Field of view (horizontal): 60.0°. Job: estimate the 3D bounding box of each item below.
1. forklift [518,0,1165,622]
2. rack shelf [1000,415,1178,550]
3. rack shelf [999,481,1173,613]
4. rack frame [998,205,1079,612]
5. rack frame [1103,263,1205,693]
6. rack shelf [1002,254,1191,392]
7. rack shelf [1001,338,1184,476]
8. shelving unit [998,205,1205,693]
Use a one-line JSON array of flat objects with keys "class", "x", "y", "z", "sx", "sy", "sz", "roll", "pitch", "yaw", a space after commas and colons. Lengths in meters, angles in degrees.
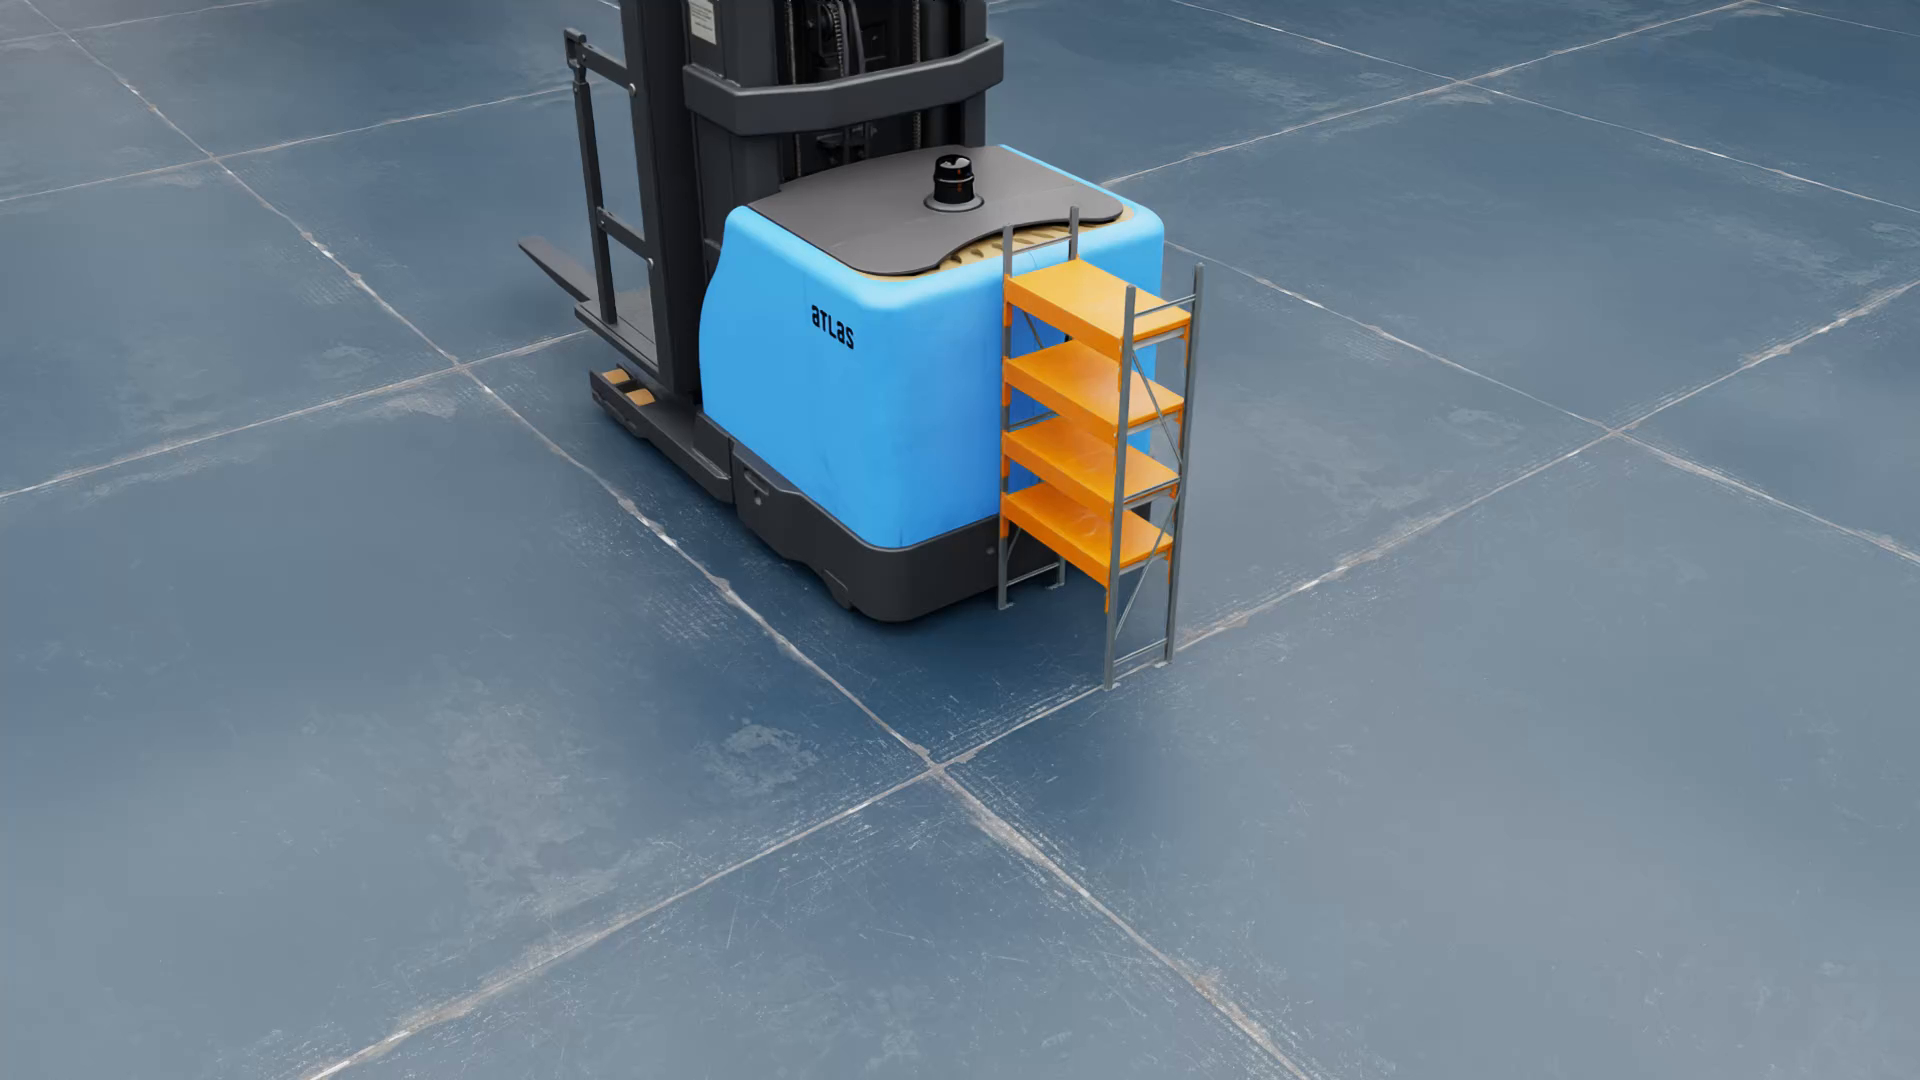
[{"class": "forklift", "x": -0.664, "y": -1.739, "z": 5.272, "sx": 1.130, "sy": 2.935, "sz": 3.031, "roll": -21, "pitch": 37, "yaw": -29}, {"class": "rack shelf", "x": 0.355, "y": -0.176, "z": 4.524, "sx": 0.258, "sy": 0.148, "sz": 0.480, "roll": -21, "pitch": 37, "yaw": -29}, {"class": "rack shelf", "x": 0.355, "y": -0.007, "z": 4.628, "sx": 0.258, "sy": 0.148, "sz": 0.480, "roll": -21, "pitch": 37, "yaw": -29}, {"class": "rack frame", "x": 0.213, "y": -0.338, "z": 4.657, "sx": 0.240, "sy": 1.200, "sz": 0.015, "roll": -21, "pitch": 37, "yaw": -29}, {"class": "rack frame", "x": 0.496, "y": -0.128, "z": 4.319, "sx": 0.240, "sy": 1.200, "sz": 0.015, "roll": -21, "pitch": 37, "yaw": -29}, {"class": "rack shelf", "x": 0.355, "y": -0.567, "z": 4.281, "sx": 0.258, "sy": 0.148, "sz": 0.480, "roll": -21, "pitch": 37, "yaw": -29}, {"class": "rack shelf", "x": 0.355, "y": -0.366, "z": 4.406, "sx": 0.258, "sy": 0.148, "sz": 0.480, "roll": -21, "pitch": 37, "yaw": -29}, {"class": "shelving unit", "x": 0.355, "y": -0.233, "z": 4.488, "sx": 0.258, "sy": 1.200, "sz": 0.503, "roll": -21, "pitch": 37, "yaw": -29}]
